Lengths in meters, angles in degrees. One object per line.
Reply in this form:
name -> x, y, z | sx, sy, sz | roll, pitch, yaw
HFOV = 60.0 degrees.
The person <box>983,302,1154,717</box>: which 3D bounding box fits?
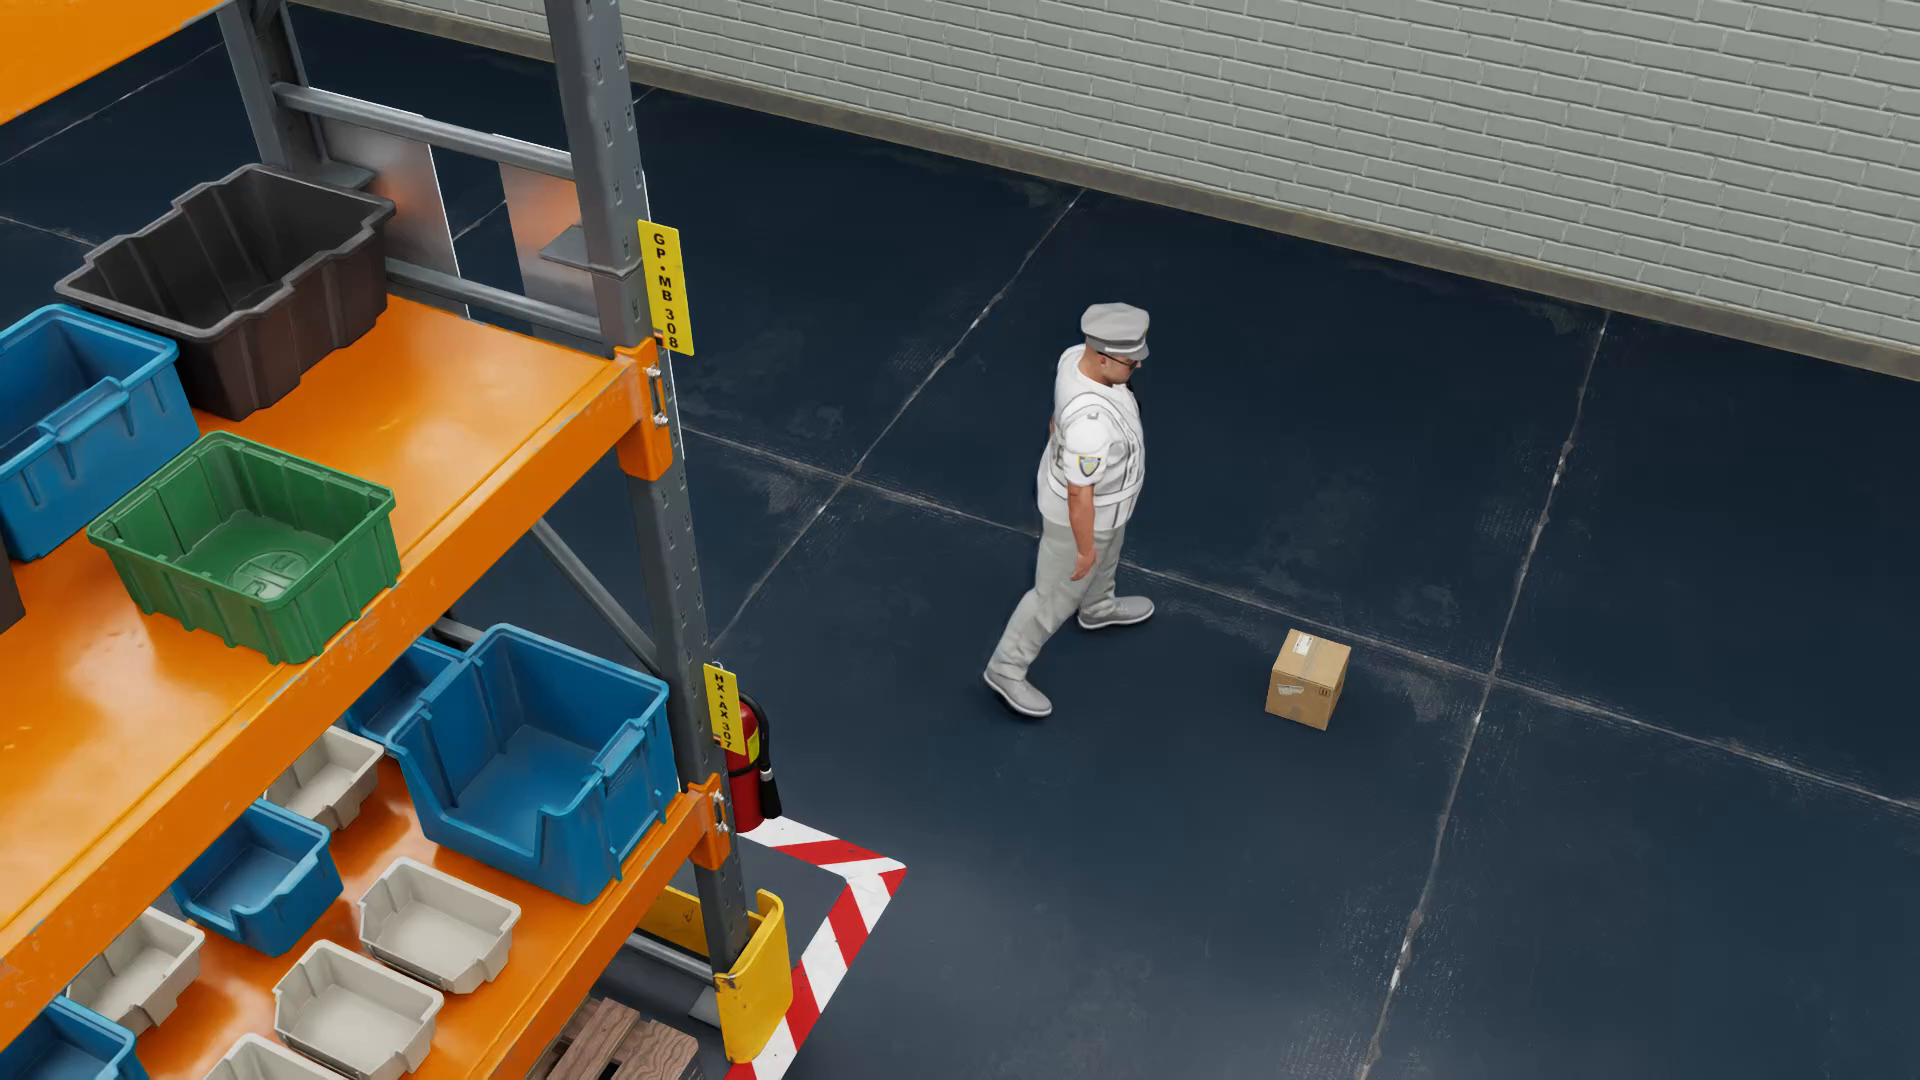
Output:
person -> 0.457, -0.142, 6.312 | 0.705, 1.723, 0.701 | 2, 42, 2
